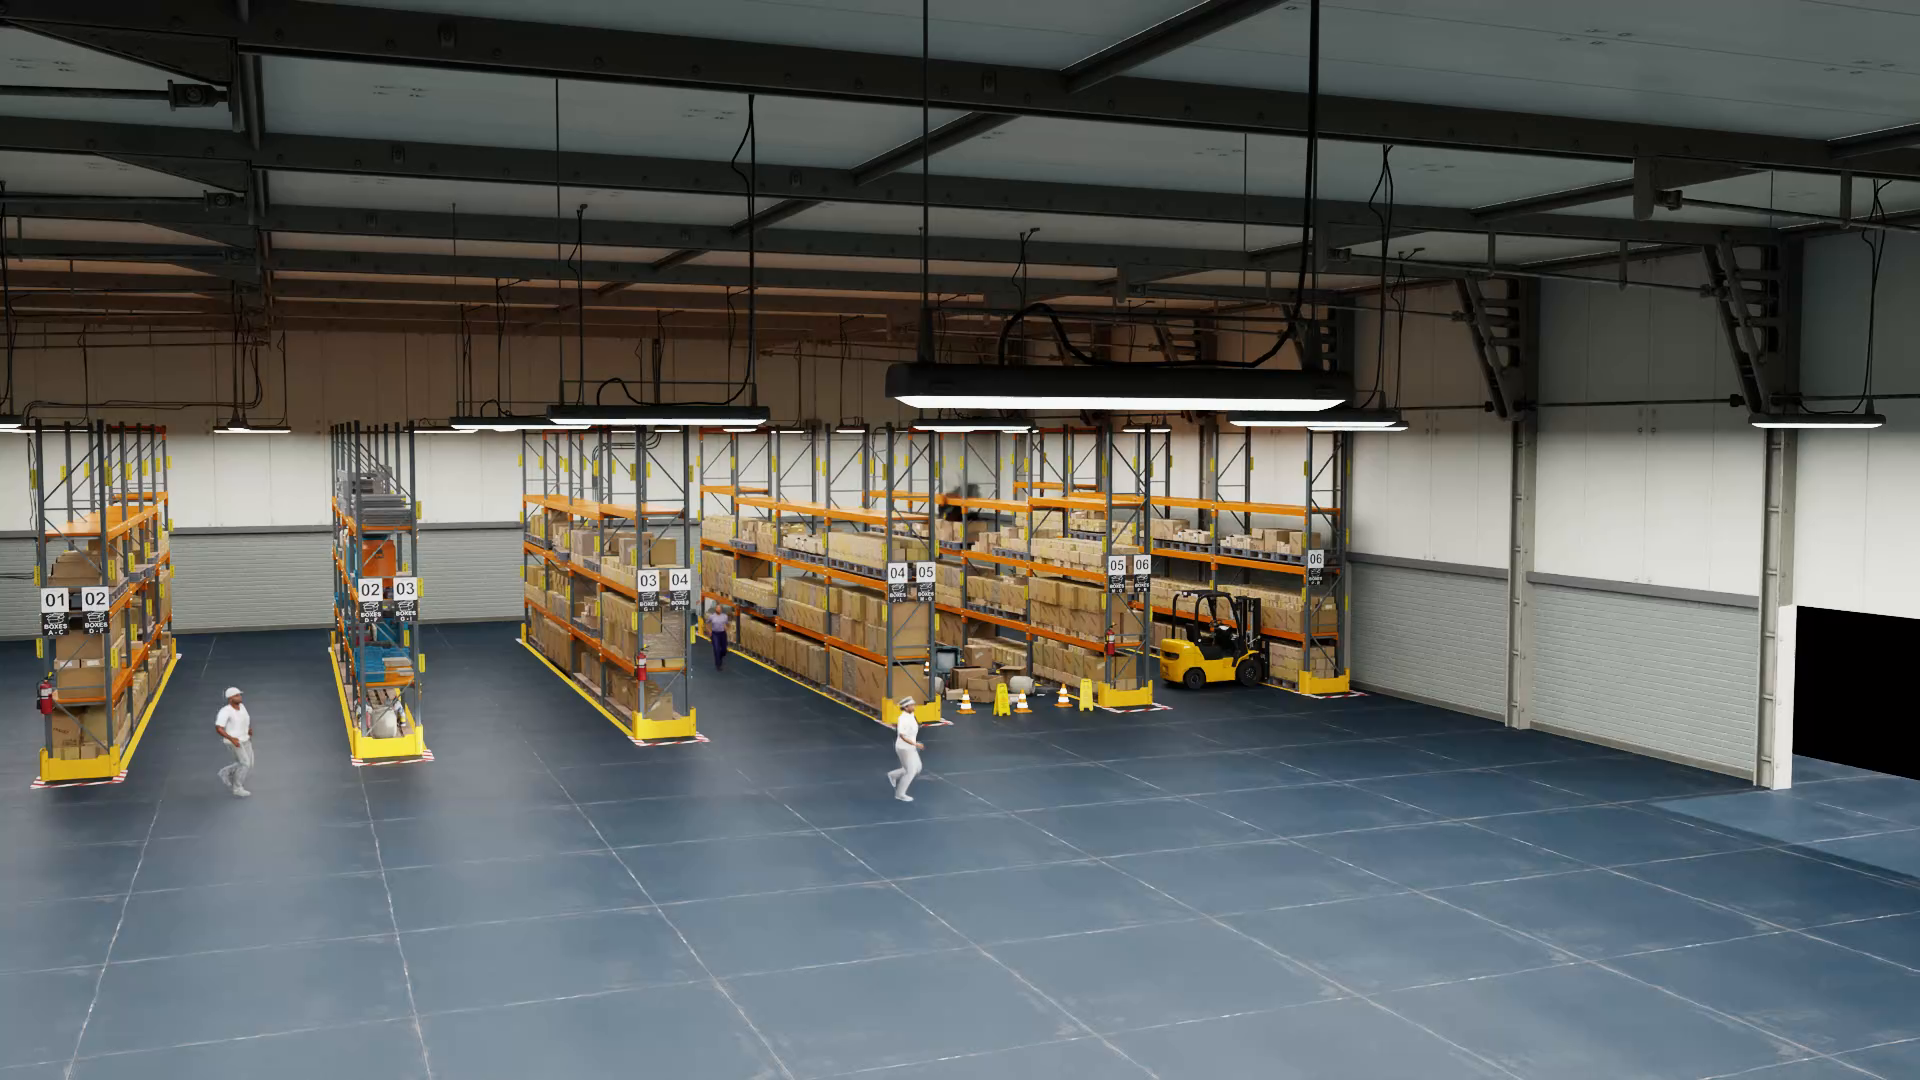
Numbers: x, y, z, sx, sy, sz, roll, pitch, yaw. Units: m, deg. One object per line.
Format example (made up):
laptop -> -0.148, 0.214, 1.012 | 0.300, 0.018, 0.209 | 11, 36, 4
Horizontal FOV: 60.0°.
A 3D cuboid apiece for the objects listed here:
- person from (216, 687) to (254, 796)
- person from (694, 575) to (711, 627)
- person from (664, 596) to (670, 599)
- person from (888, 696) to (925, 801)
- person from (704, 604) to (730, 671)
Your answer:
person -> -11.589, 3.208, 26.520 | 0.561, 1.731, 0.693 | 0, 4, 7
person -> -7.609, 1.818, 49.480 | 0.745, 1.612, 0.850 | 0, 4, 0
person -> -7.906, 2.057, 45.655 | 0.598, 1.666, 0.905 | -1, 4, -21
person -> -0.843, 3.266, 26.182 | 0.631, 1.664, 0.589 | 1, 4, 11
person -> -5.931, 2.368, 40.770 | 0.620, 1.613, 0.823 | -1, 4, -21
